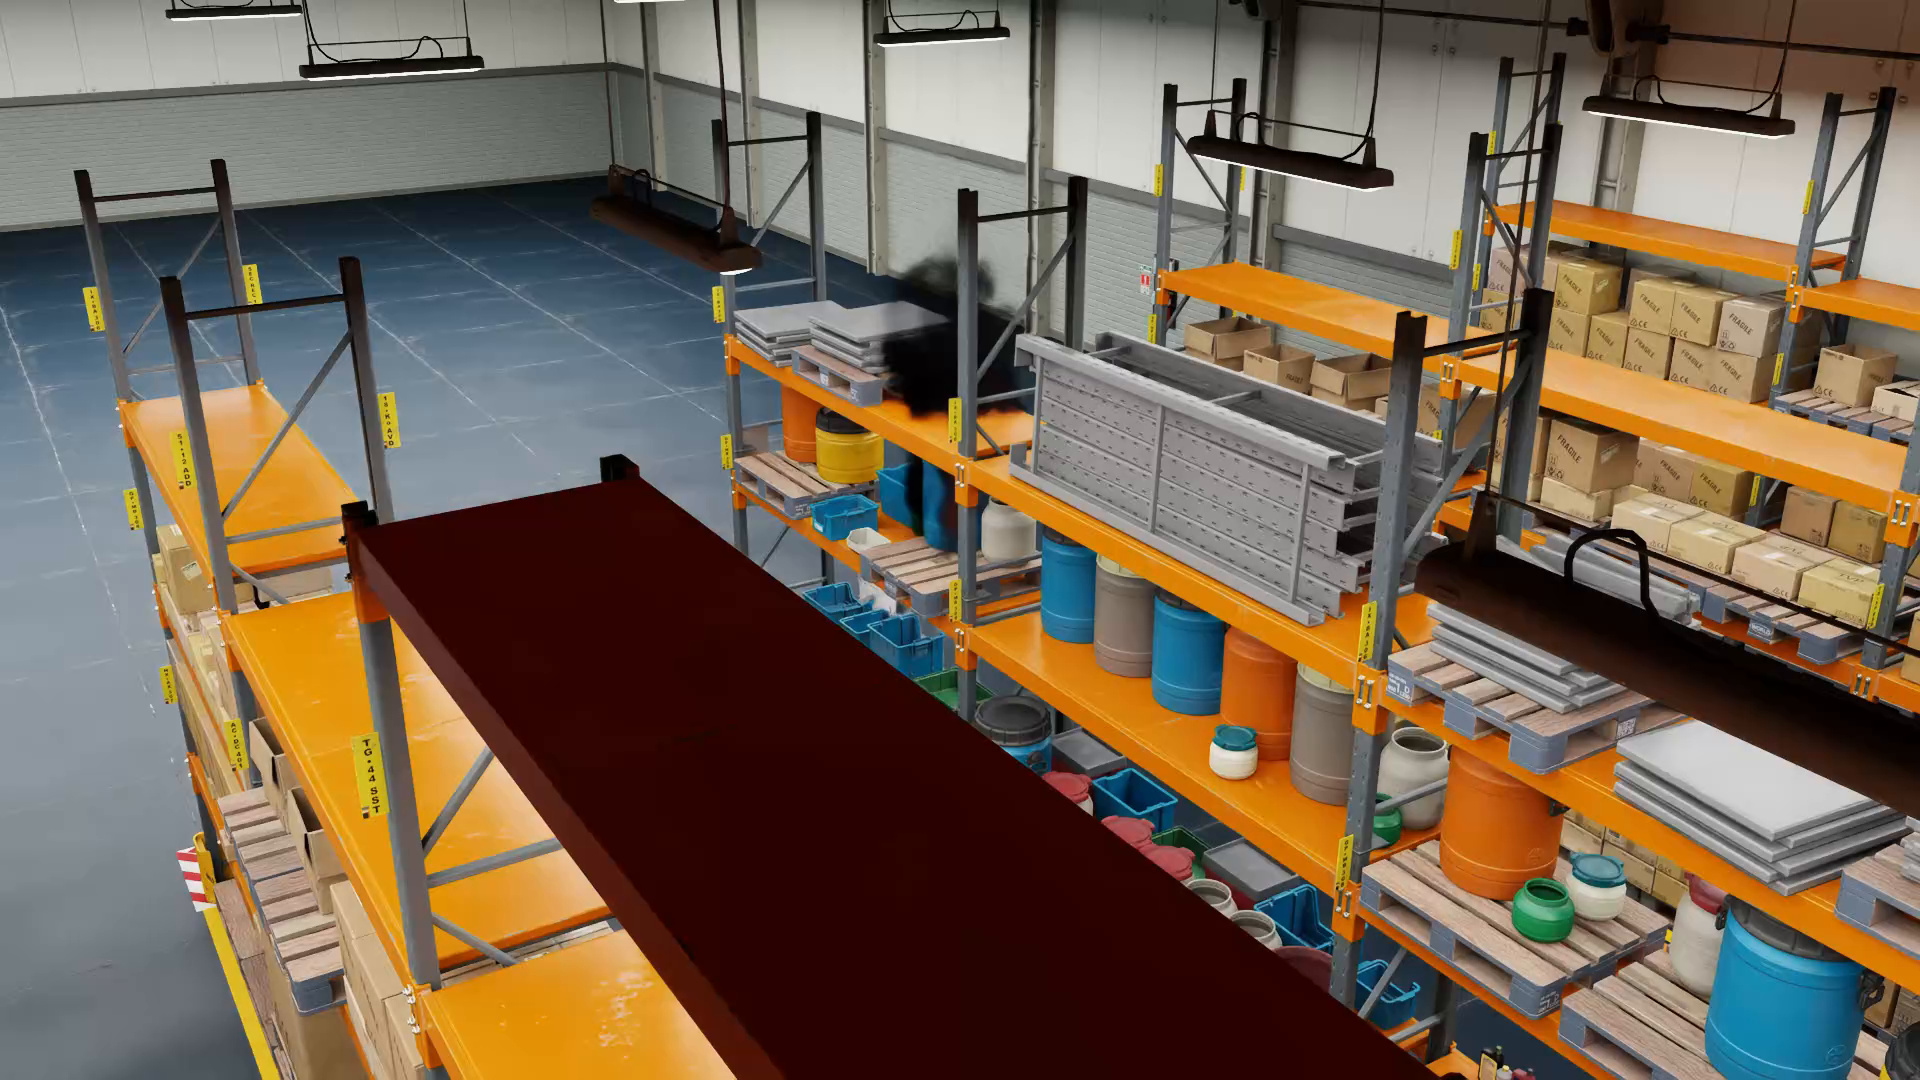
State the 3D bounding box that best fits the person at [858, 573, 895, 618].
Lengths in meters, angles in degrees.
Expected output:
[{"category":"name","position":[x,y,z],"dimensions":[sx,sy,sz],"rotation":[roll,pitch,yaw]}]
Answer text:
[{"category":"person","position":[-0.878,0.679,17.380],"dimensions":[0.916,1.723,0.773],"rotation":[13,25,29]}]
